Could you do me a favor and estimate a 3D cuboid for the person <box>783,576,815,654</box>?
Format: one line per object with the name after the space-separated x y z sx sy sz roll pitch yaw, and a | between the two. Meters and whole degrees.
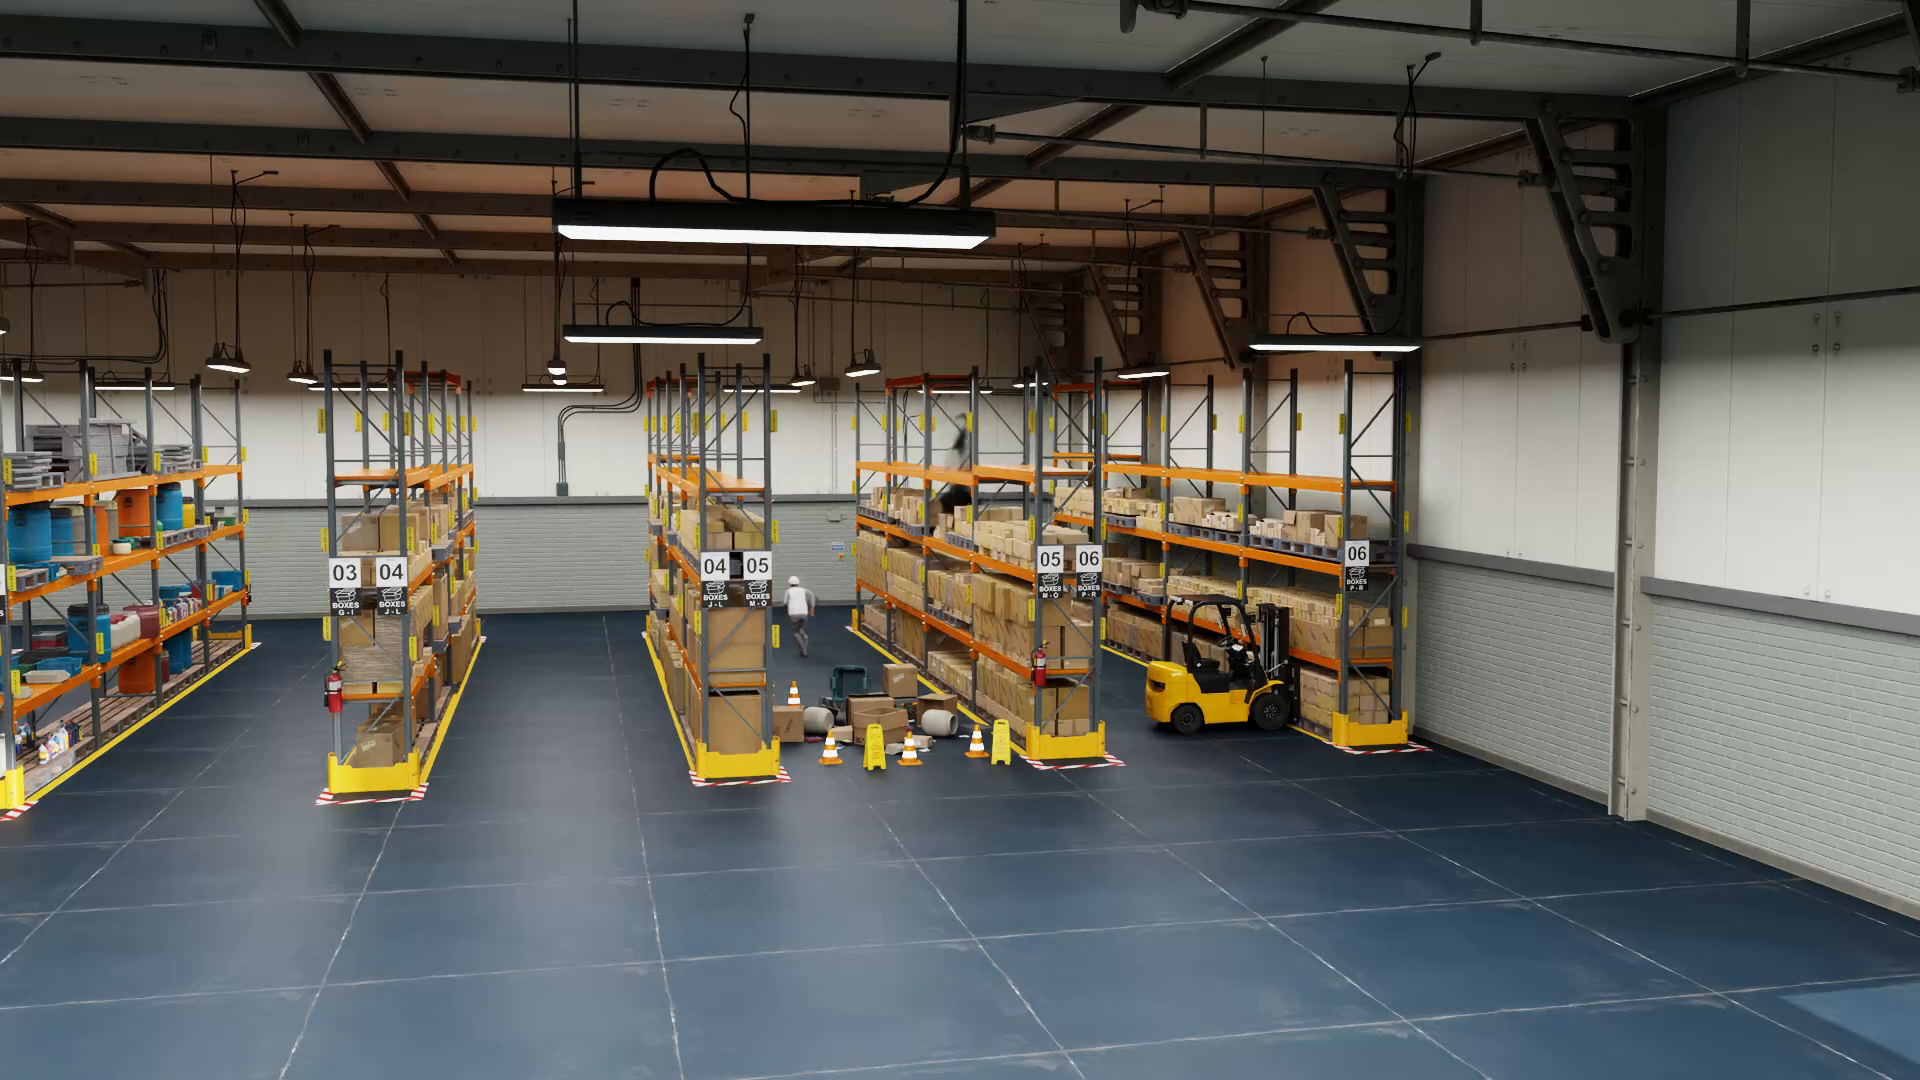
-3.549 1.633 36.288 0.645 1.699 0.738 -3 5 -34 | person
